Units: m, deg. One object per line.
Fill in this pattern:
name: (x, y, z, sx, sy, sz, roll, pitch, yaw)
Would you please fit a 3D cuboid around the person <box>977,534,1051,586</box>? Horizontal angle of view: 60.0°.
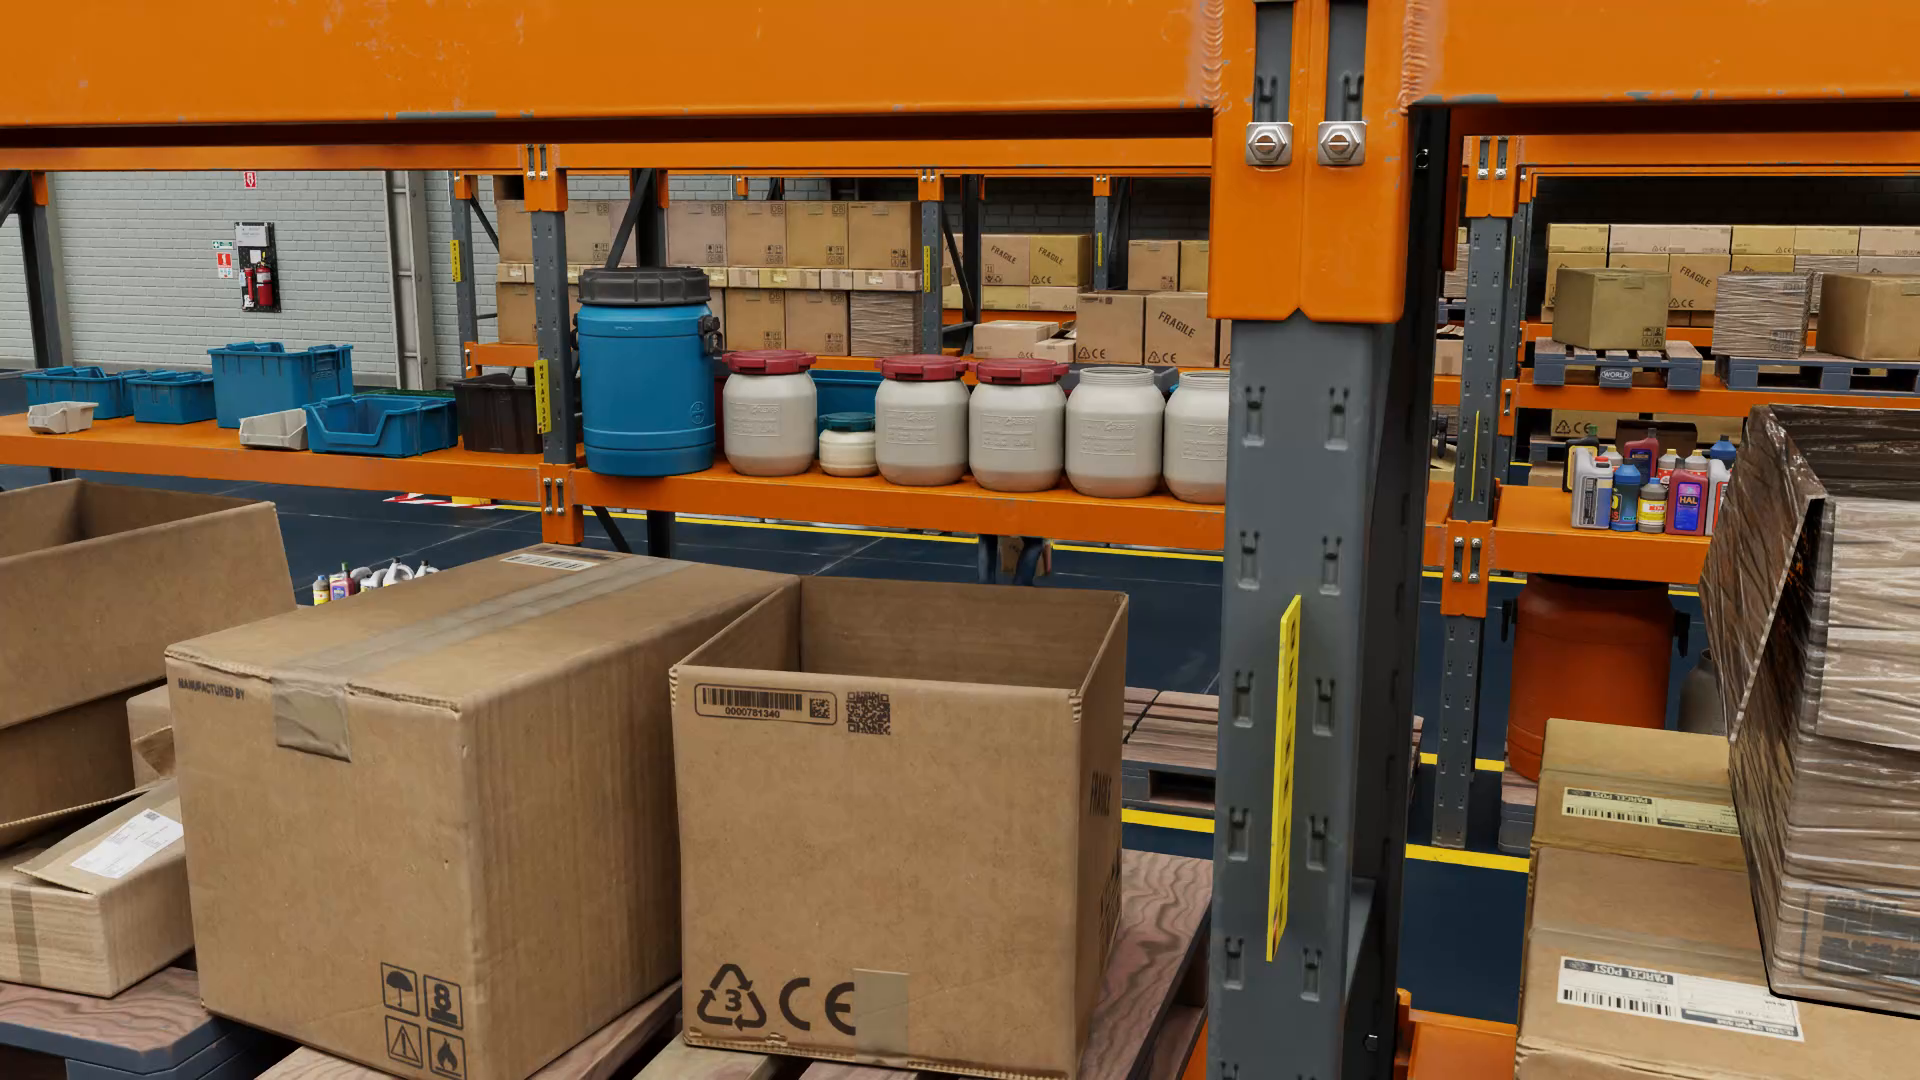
person: (0.333, -0.042, 10.206, 0.409, 0.959, 0.868, 4, 13, 16)
